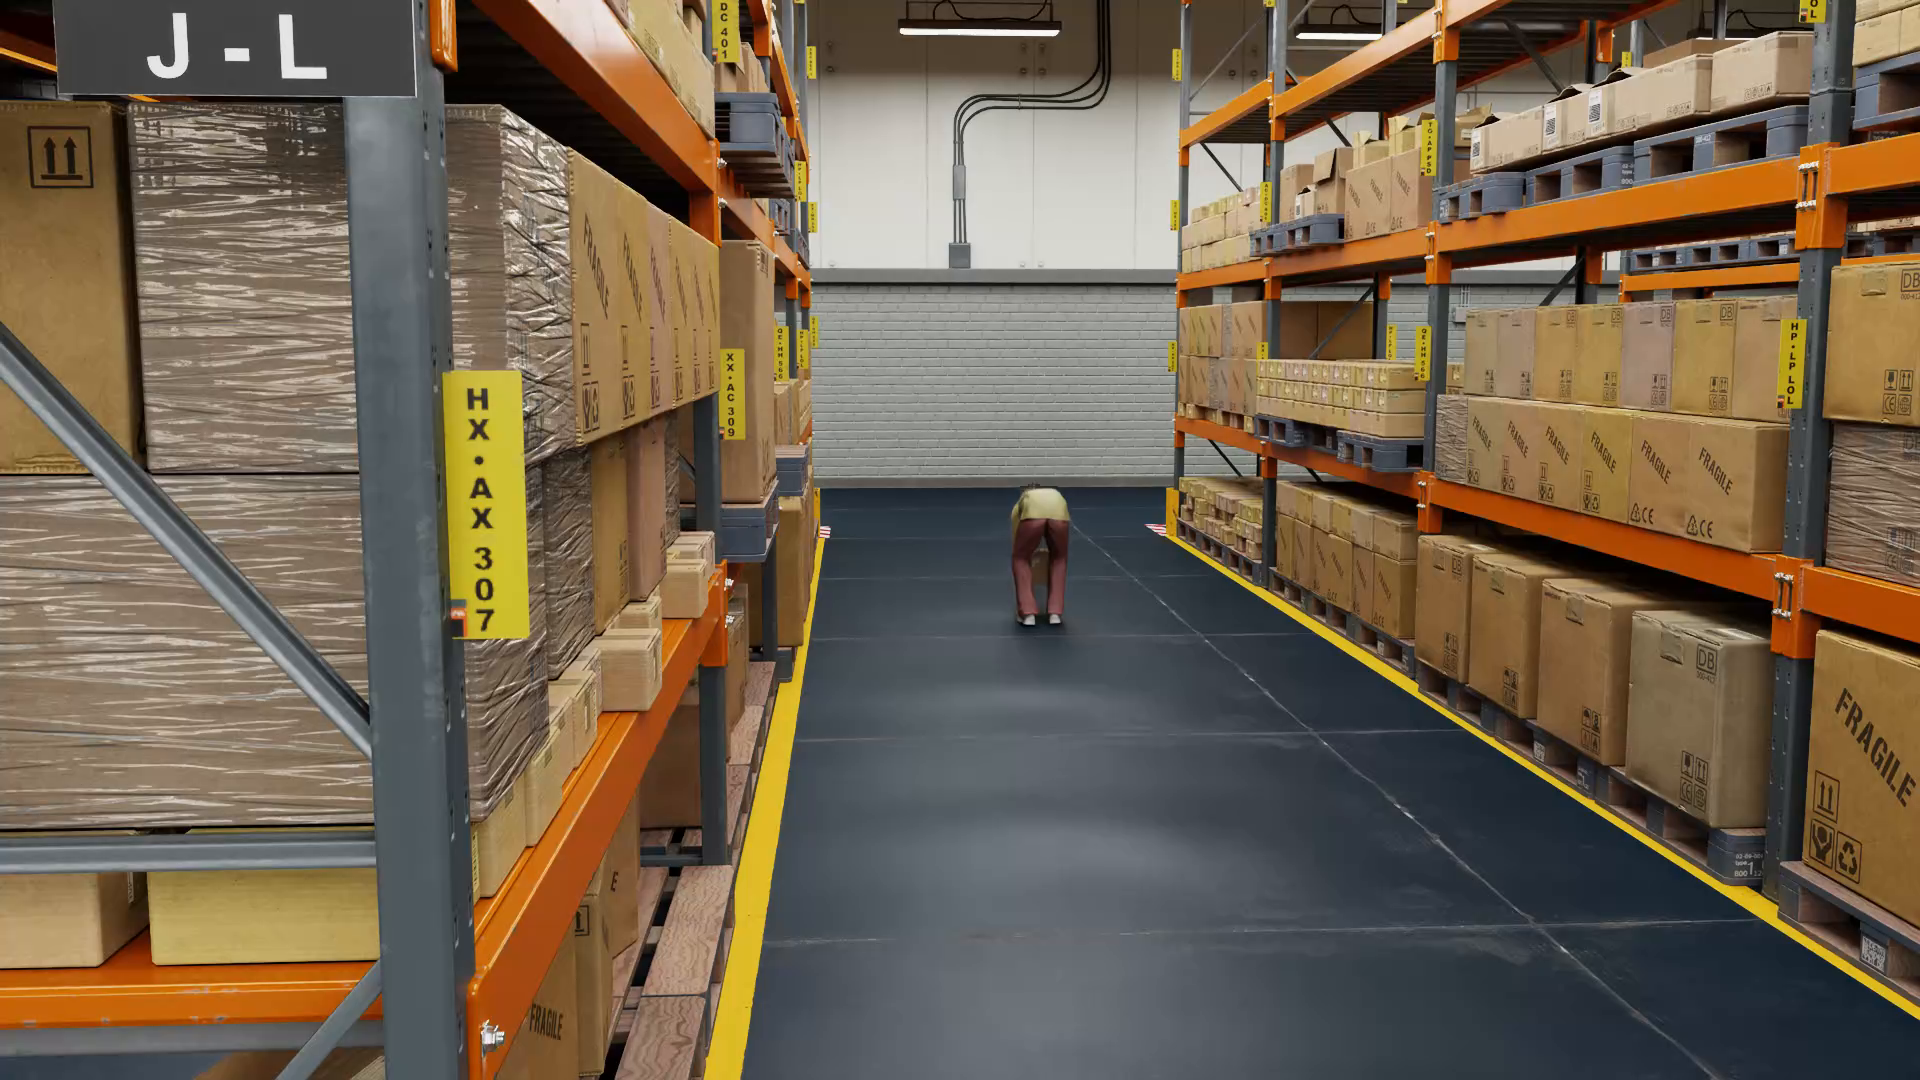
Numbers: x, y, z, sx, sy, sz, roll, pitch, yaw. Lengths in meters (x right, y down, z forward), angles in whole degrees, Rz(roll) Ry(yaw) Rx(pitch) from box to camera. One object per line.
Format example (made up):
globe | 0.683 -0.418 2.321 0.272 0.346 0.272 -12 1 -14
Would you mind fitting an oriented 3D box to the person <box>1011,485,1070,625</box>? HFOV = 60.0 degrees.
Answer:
person | 0.592 0.099 12.660 0.431 1.020 0.870 -1 7 -6
